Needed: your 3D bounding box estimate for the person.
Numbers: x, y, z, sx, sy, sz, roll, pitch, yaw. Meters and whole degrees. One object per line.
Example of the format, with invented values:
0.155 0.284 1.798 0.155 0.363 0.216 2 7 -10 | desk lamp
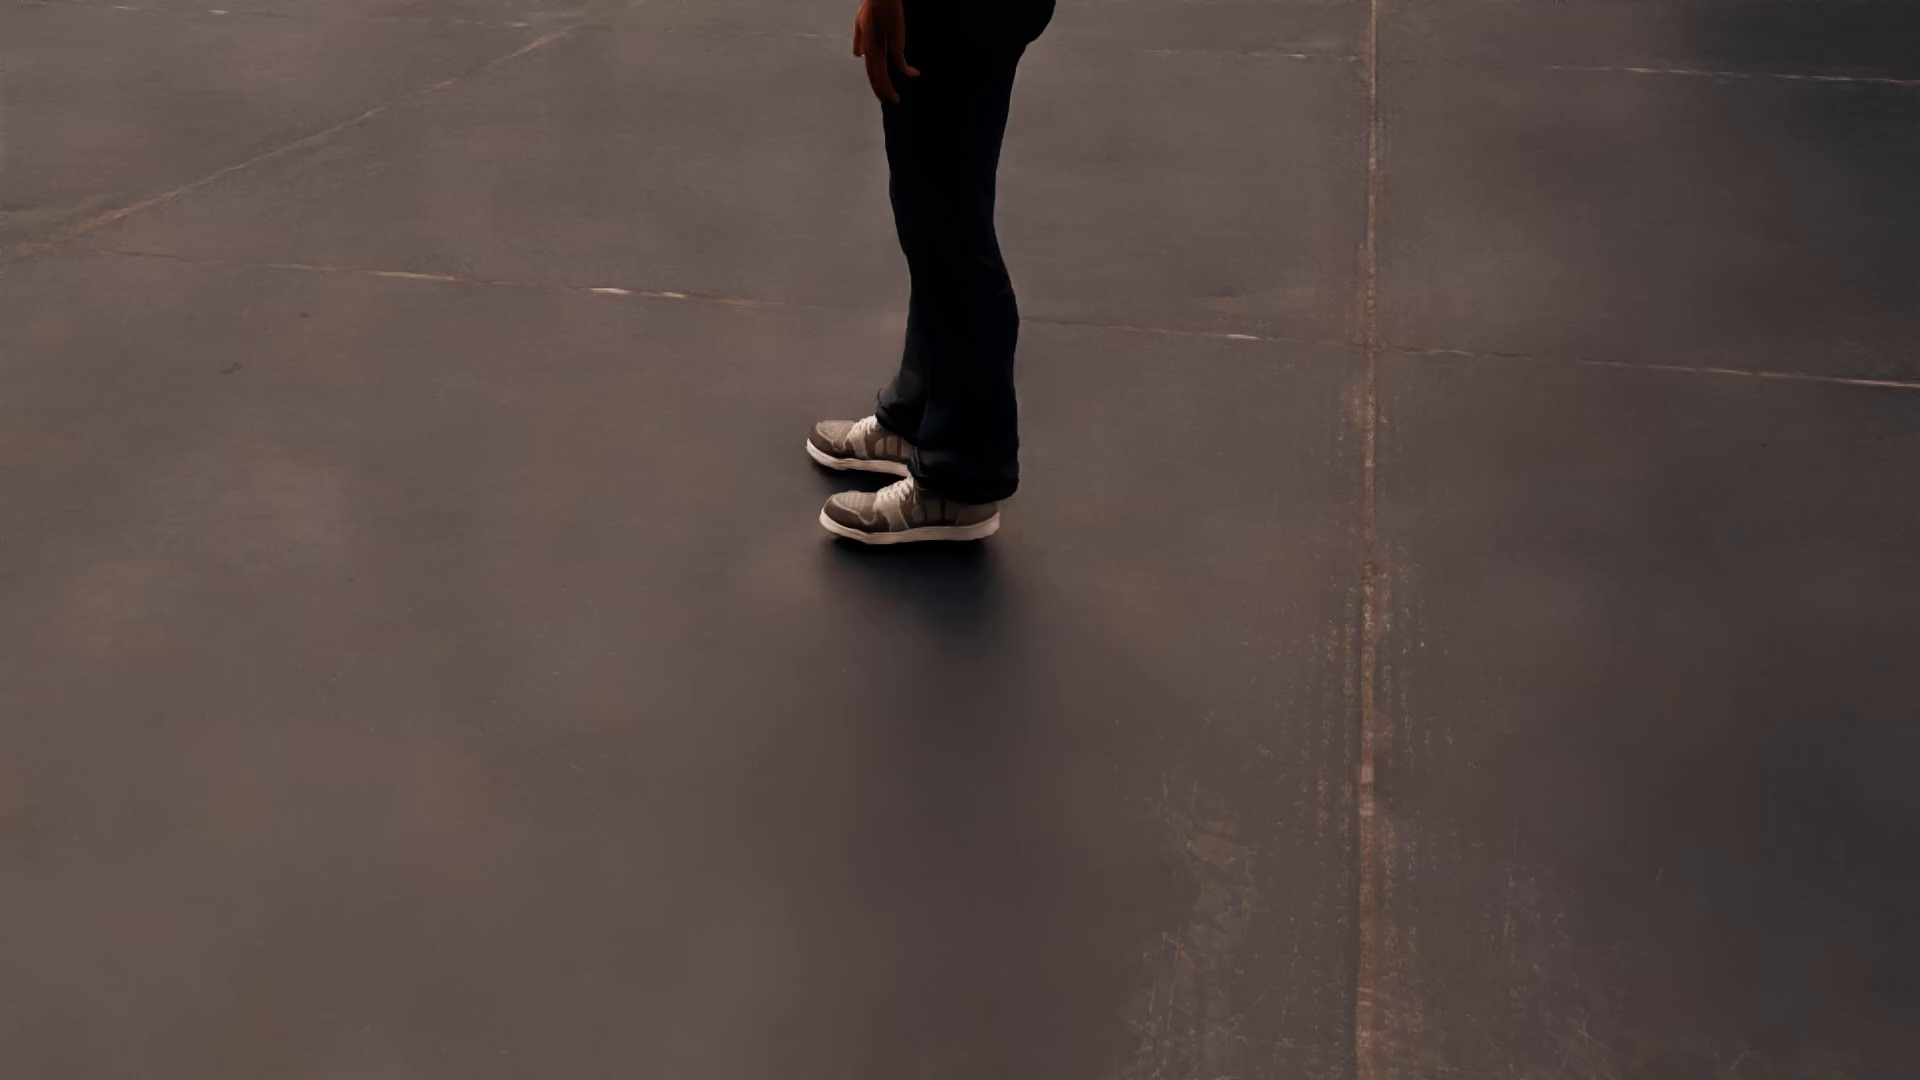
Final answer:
-0.069 -0.733 2.164 0.474 1.597 0.520 6 27 11 | person
